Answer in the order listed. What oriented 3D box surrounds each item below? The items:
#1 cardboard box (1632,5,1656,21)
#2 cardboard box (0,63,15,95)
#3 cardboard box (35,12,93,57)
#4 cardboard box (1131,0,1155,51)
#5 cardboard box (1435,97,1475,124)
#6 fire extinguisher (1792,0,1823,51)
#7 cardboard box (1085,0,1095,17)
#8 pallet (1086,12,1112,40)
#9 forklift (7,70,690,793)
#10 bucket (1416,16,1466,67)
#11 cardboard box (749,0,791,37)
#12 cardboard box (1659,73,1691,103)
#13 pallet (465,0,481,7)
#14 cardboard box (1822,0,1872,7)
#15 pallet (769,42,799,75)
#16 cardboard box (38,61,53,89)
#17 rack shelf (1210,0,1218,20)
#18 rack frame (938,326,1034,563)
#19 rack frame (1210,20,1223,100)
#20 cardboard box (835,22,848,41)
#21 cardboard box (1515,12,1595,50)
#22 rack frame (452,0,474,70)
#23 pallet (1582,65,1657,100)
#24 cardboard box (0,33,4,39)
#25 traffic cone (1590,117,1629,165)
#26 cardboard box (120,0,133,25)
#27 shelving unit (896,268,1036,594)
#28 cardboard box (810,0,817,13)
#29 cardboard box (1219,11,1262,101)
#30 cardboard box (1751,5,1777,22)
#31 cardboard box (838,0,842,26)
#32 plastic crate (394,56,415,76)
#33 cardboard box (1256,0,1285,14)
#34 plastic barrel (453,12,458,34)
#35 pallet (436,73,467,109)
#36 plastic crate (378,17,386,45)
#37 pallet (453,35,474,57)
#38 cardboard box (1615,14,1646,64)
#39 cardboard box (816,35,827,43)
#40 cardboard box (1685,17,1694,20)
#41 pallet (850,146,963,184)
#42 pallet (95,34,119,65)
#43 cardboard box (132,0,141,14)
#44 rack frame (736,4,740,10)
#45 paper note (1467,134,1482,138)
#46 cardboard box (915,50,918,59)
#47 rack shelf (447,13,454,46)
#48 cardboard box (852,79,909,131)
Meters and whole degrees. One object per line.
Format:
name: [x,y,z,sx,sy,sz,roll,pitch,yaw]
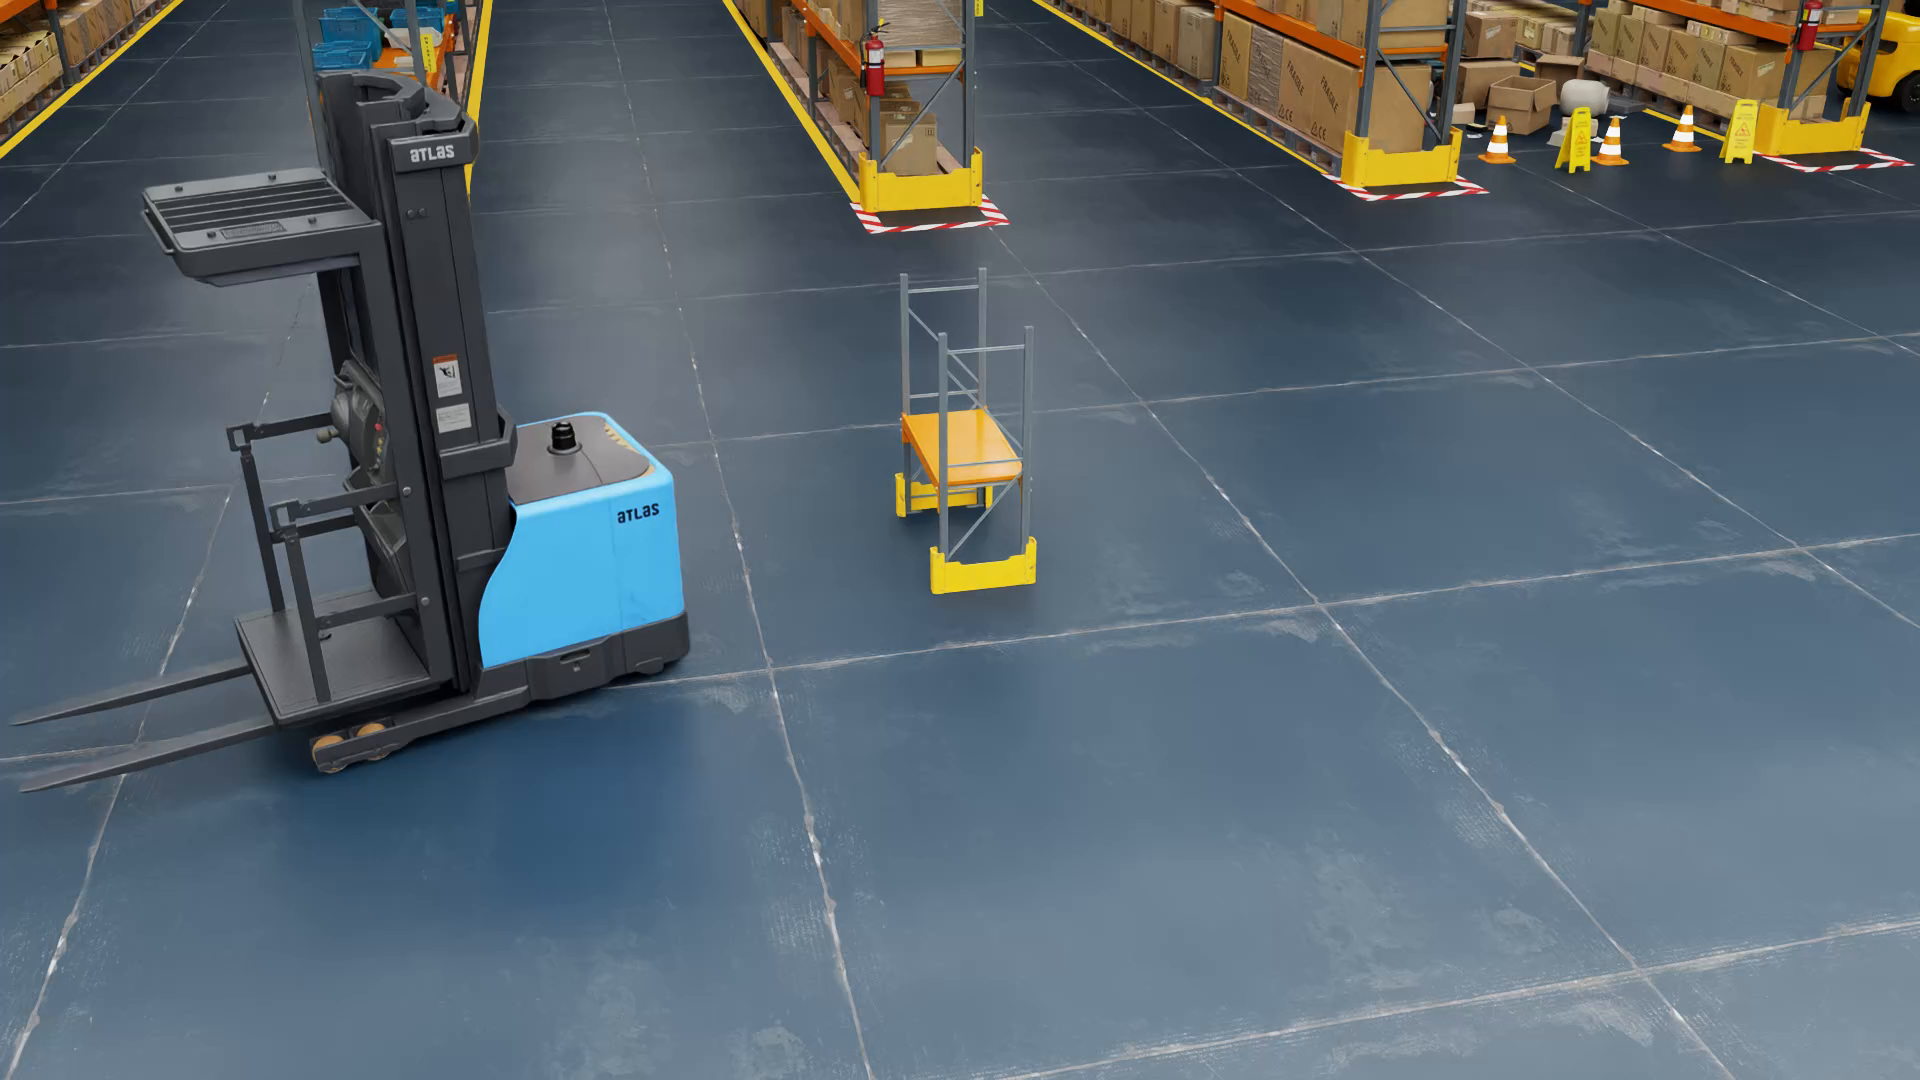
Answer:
cardboard box: [8.348,-6.358,20.052,0.380,0.149,0.250,-5,27,-10]
cardboard box: [-10.993,-5.201,18.688,0.500,0.311,0.500,-7,28,-13]
cardboard box: [-11.766,-6.631,21.844,0.500,0.500,0.500,-7,28,-13]
cardboard box: [2.939,-7.079,22.477,1.050,0.750,0.750,-6,27,-11]
cardboard box: [5.772,-5.012,19.384,0.396,0.266,0.258,-1,27,-3]
fire extinguisher: [8.869,-5.459,17.323,0.296,0.674,0.183,-6,27,-12]
cardboard box: [2.173,-8.118,24.813,0.500,0.500,0.500,-5,27,-10]
pallet: [2.514,-7.654,24.680,1.003,0.211,1.213,-6,27,-12]
forklift: [-2.903,-0.513,7.514,3.031,2.935,1.130,-15,31,-28]
bucket: [5.867,-6.191,20.633,0.726,0.611,0.620,3,17,6]
cardboard box: [-2.301,-7.640,23.450,1.225,0.875,0.875,-7,28,-14]
cardboard box: [8.615,-5.336,19.578,0.500,0.250,0.500,-7,28,-13]
pallet: [-8.097,-8.423,26.205,1.003,0.211,1.213,-6,27,-12]
cardboard box: [9.455,-6.004,17.876,0.500,0.500,0.500,-6,27,-12]
pallet: [-1.991,-6.508,22.410,1.003,0.211,1.213,-6,27,-12]
cardboard box: [-11.343,-5.620,20.141,0.500,0.250,0.500,-6,27,-12]
rack shelf: [3.140,-7.357,21.795,1.077,0.370,4.000,-6,27,-12]
rack frame: [0.134,-0.409,8.896,0.500,1.500,0.032,-6,27,-12]
rack frame: [3.590,-6.800,19.893,1.000,3.000,0.127,-6,27,-12]
cardboard box: [-1.069,-5.224,17.050,0.380,0.149,0.250,-6,27,-12]
cardboard box: [8.104,-6.906,22.554,0.950,0.372,0.625,-4,27,-8]
rack frame: [-6.992,-7.593,21.465,1.000,3.000,0.127,-6,27,-12]
pallet: [8.576,-5.811,21.028,1.003,0.211,1.213,-6,27,-12]
cardboard box: [-11.987,-6.043,20.356,0.500,0.311,0.500,-5,27,-10]
traffic cone: [6.933,-4.254,17.665,0.336,0.463,0.334,-6,27,-12]
cardboard box: [-12.330,-7.741,24.044,0.500,0.500,0.500,-6,27,-12]
shelving unit: [0.017,-0.636,9.346,0.587,1.500,1.083,-6,27,-12]
cardboard box: [-1.466,-5.992,18.572,0.380,0.149,0.250,-6,27,-12]
cardboard box: [3.664,-5.755,19.716,0.875,0.875,0.875,-6,27,-11]
cardboard box: [8.834,-5.721,18.034,0.380,0.149,0.250,-6,27,-12]
cardboard box: [-0.761,-5.437,16.753,0.875,0.500,0.500,-6,27,-12]
plastic crate: [-5.077,-4.389,15.410,0.298,0.136,0.250,-6,27,-12]
cardboard box: [3.838,-6.218,18.573,0.875,0.550,0.550,-6,27,-12]
plastic barrel: [-7.373,-7.413,23.319,0.600,0.588,0.708,-6,27,-12]
pallet: [-6.583,-5.470,20.353,1.003,0.211,1.213,-6,27,-12]
plastic crate: [-6.059,-5.118,16.797,0.450,0.188,0.662,-6,27,-12]
pallet: [-7.210,-6.690,22.771,1.003,0.211,1.213,-6,27,-12]
cardboard box: [8.392,-6.121,20.302,0.500,0.500,0.500,-5,27,-10]
cardboard box: [-1.471,-5.904,20.404,0.700,0.500,0.500,-6,27,-12]
cardboard box: [8.901,-6.186,20.430,0.500,0.500,0.500,-5,27,-11]
pallet: [-0.529,-3.733,16.912,1.003,0.211,1.213,-6,27,-12]
pallet: [-12.221,-6.713,22.817,1.003,0.211,1.213,-6,27,-12]
cardboard box: [-12.604,-8.050,24.867,0.500,0.311,0.500,-6,27,-12]
rack frame: [-3.068,-9.852,25.941,1.000,3.000,0.127,-6,27,-12]
paper note: [5.802,-4.560,18.752,0.144,0.017,0.142,3,27,6]
cardboard box: [-0.233,-4.733,16.078,0.380,0.149,0.250,-6,27,-12]
rack shelf: [-6.541,-6.394,19.888,1.077,0.370,4.000,-6,27,-12]
cardboard box: [-0.861,-4.717,18.075,0.500,0.500,0.500,-8,28,-16]
